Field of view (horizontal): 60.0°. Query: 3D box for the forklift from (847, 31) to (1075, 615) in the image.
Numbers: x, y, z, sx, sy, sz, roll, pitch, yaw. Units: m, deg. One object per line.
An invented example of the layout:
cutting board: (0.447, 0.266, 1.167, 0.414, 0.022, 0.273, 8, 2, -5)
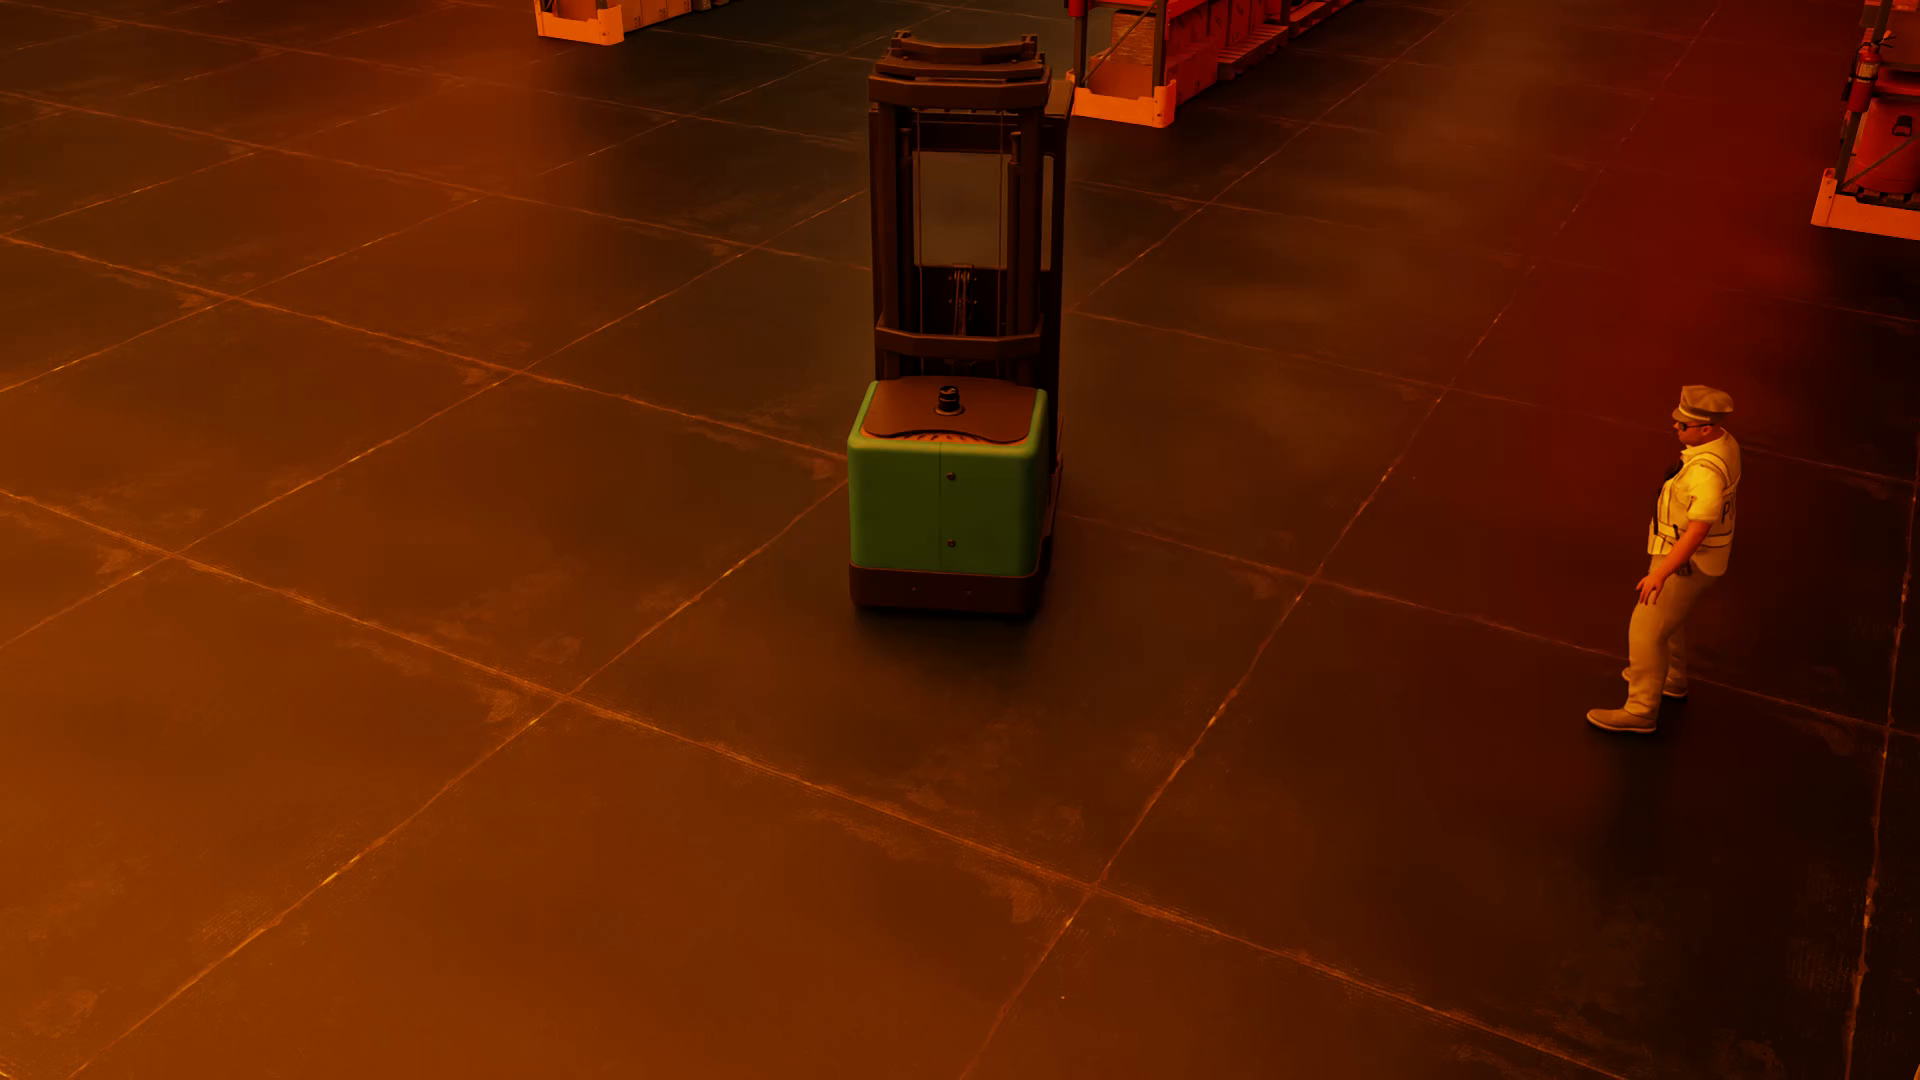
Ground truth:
forklift: (0.072, -1.572, 9.794, 1.130, 2.935, 3.031, 3, 30, 6)

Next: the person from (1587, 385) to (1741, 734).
person: (3.520, 0.071, 8.153, 0.451, 1.727, 0.762, 14, 33, 23)
